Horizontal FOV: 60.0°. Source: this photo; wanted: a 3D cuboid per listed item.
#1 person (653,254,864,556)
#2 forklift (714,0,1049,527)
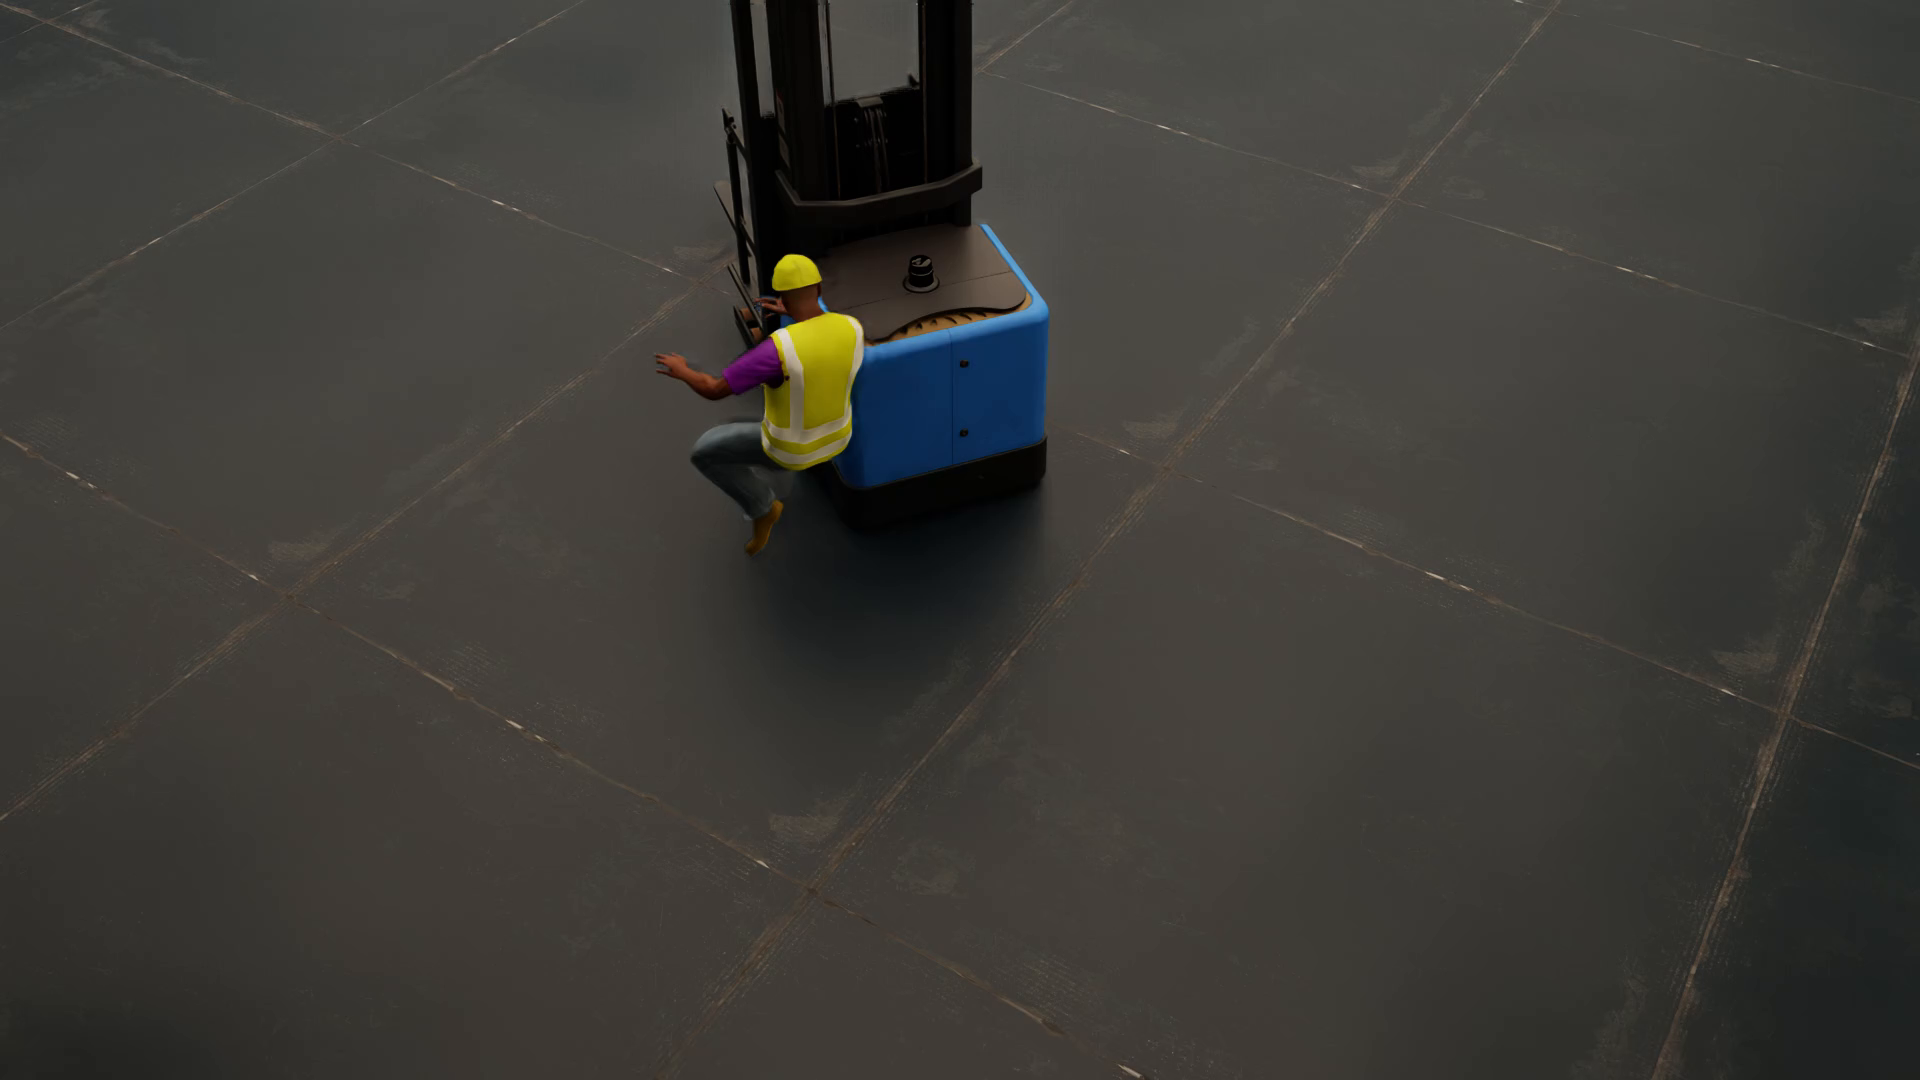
[{"bbox_3d":[-0.805,-0.653,7.523,1.007,1.525,0.791,-29,51,-27],"label":"person"},{"bbox_3d":[-0.591,-2.152,8.118,1.130,2.935,3.031,-15,46,-16],"label":"forklift"}]
